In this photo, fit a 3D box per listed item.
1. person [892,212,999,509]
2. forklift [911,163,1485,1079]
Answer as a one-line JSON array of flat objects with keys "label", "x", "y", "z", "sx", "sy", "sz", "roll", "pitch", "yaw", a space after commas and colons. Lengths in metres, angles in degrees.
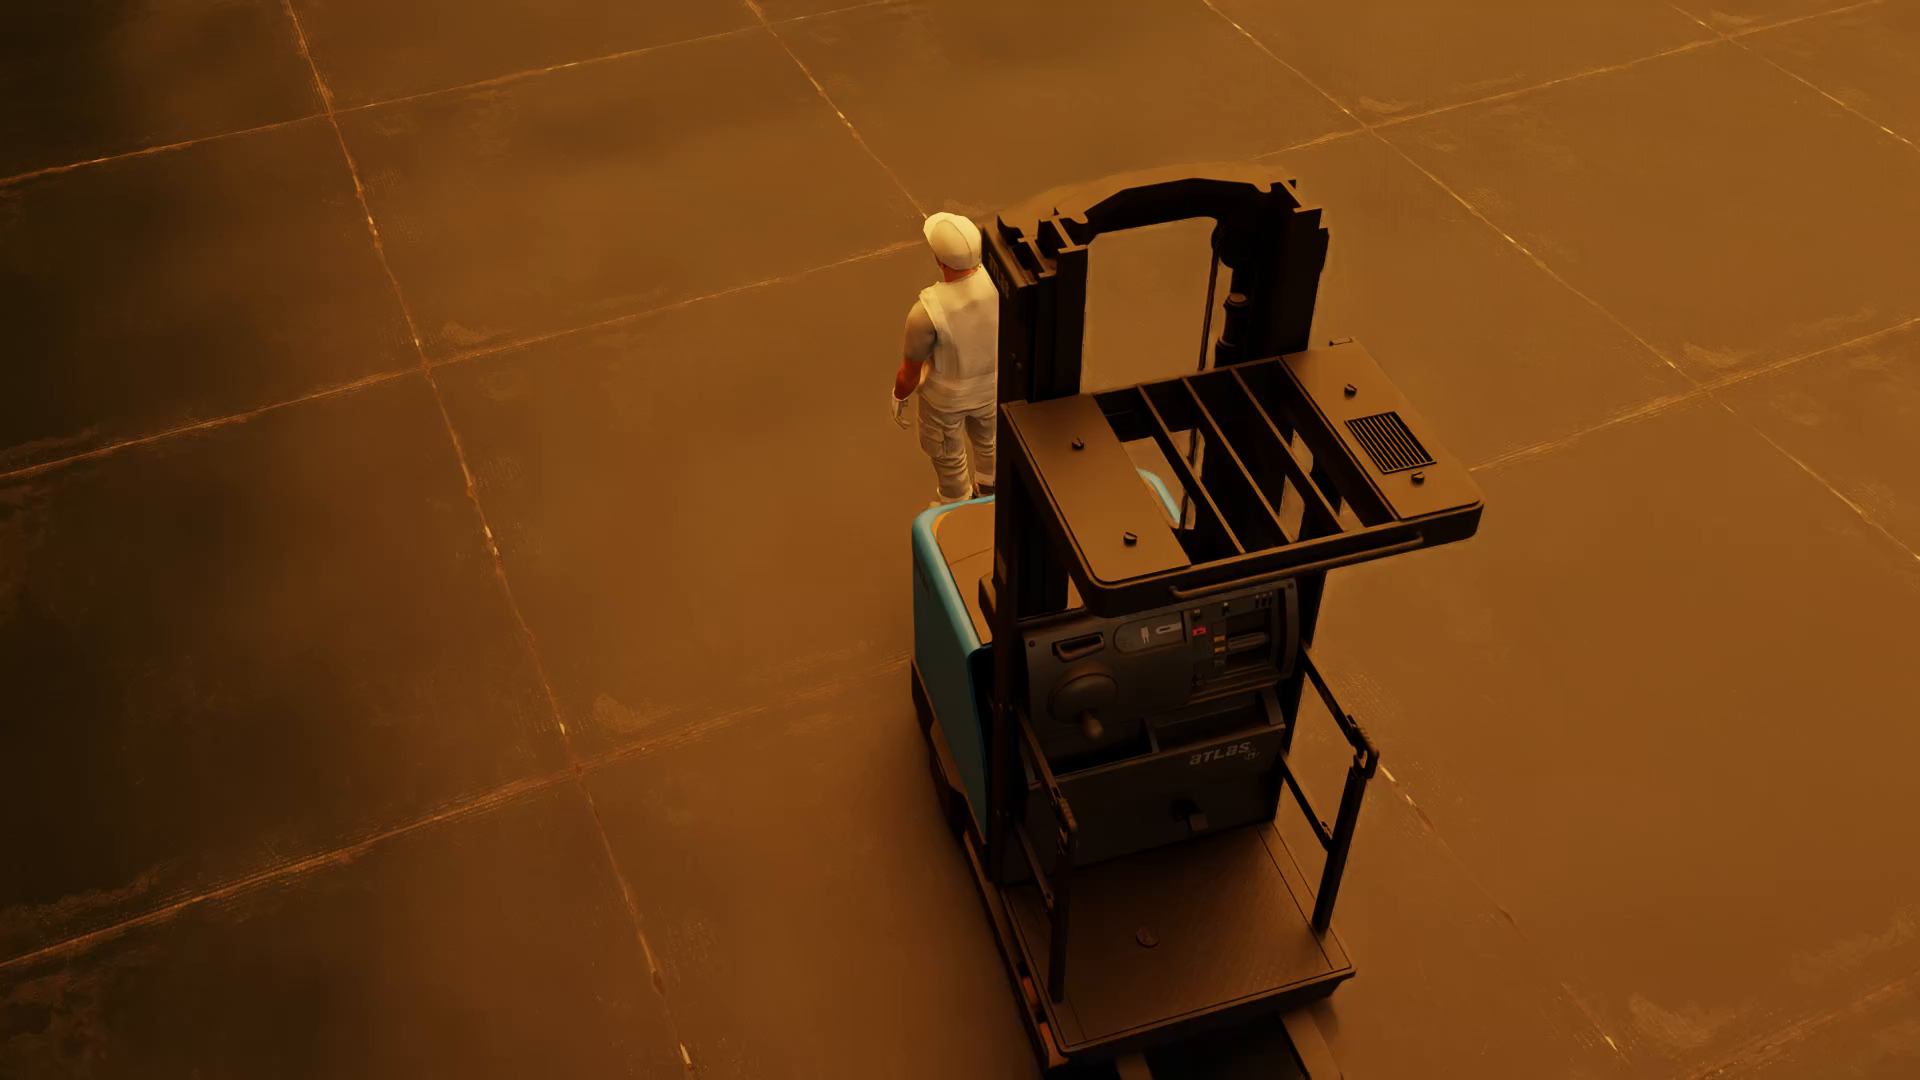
[{"label": "person", "x": -0.023, "y": -0.712, "z": 7.270, "sx": 0.638, "sy": 1.787, "sz": 0.564, "roll": -18, "pitch": 46, "yaw": -18}, {"label": "forklift", "x": 0.716, "y": 0.467, "z": 5.180, "sx": 1.130, "sy": 2.935, "sz": 3.031, "roll": -12, "pitch": 44, "yaw": -12}]
